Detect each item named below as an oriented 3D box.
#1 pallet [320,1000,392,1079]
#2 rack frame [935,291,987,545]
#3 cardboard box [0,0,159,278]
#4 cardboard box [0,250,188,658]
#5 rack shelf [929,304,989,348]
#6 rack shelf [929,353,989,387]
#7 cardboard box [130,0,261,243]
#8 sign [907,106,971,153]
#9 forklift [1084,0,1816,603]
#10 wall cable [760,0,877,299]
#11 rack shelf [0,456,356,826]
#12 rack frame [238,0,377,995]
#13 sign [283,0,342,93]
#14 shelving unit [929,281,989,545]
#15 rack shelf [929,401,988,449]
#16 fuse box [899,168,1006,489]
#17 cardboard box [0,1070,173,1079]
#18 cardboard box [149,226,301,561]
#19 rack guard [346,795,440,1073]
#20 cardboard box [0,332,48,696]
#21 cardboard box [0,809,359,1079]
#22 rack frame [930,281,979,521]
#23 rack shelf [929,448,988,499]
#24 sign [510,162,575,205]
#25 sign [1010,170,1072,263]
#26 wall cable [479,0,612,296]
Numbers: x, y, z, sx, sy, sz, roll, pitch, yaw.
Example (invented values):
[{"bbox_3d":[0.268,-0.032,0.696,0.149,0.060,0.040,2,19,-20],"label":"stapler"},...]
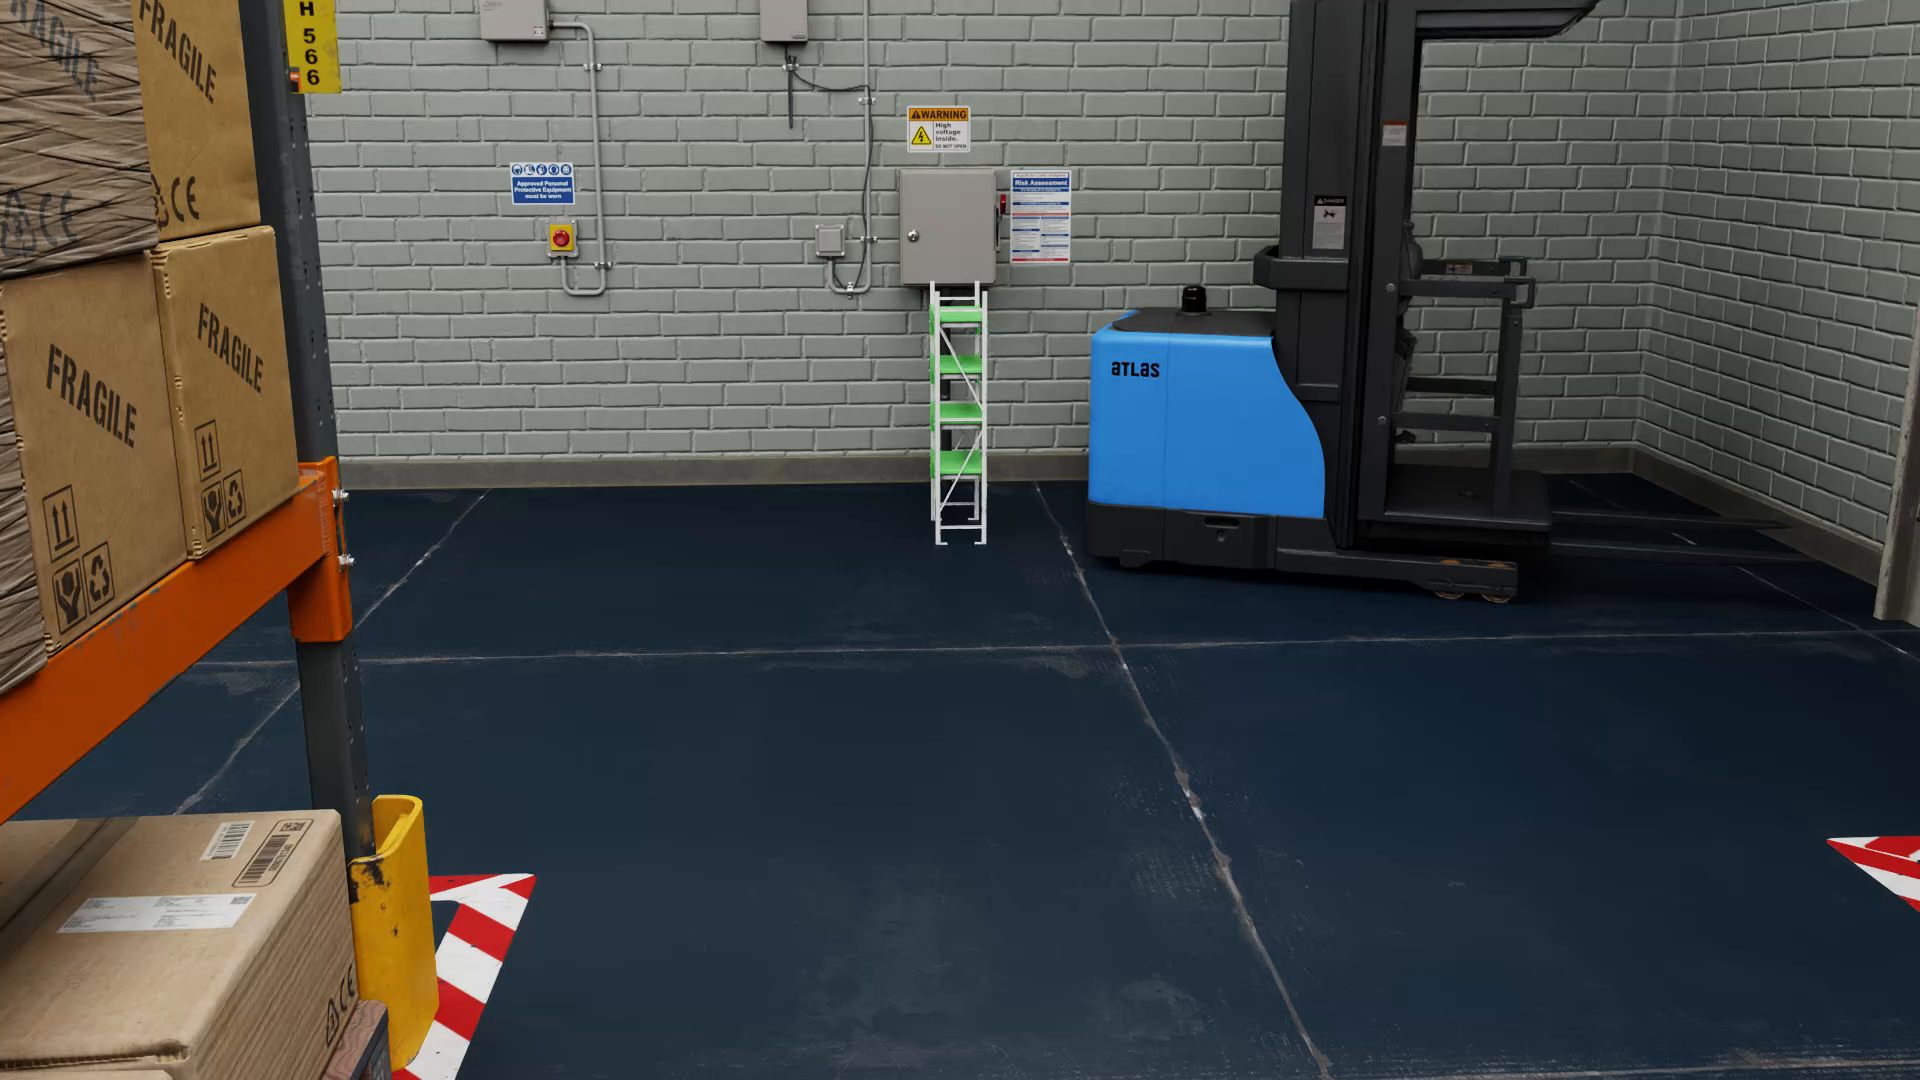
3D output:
[{"bbox_3d":[-1.651,1.215,2.881,1.003,0.211,1.213,-1,14,-3],"label":"pallet"},{"bbox_3d":[0.005,-0.562,7.801,0.240,1.200,0.015,-1,14,-3],"label":"rack frame"},{"bbox_3d":[-1.449,-0.620,2.210,0.500,0.500,0.500,-1,14,-3],"label":"cardboard box"},{"bbox_3d":[-1.468,-0.141,2.353,0.500,0.500,0.500,-1,14,-5],"label":"cardboard box"},{"bbox_3d":[-0.010,-1.025,7.933,0.258,0.148,0.480,-1,14,-3],"label":"rack shelf"},{"bbox_3d":[-0.010,-0.793,7.993,0.258,0.148,0.480,-1,14,-3],"label":"rack shelf"},{"bbox_3d":[-1.511,-0.750,2.713,0.500,0.500,0.500,0,14,-2],"label":"cardboard box"},{"bbox_3d":[-0.113,-2.182,8.830,0.339,0.242,0.001,-1,14,-3],"label":"sign"},{"bbox_3d":[2.139,-1.302,7.204,3.031,2.935,1.130,4,15,16],"label":"forklift"},{"bbox_3d":[-0.736,-2.252,8.721,0.588,1.984,0.122,-1,14,-3],"label":"wall cable"},{"bbox_3d":[-1.654,0.513,1.458,1.077,0.370,4.000,-1,14,-3],"label":"rack shelf"},{"bbox_3d":[-1.778,-0.333,3.302,1.000,3.000,0.127,-1,14,-3],"label":"rack frame"},{"bbox_3d":[-1.236,-1.014,3.147,0.100,0.325,0.005,-1,14,-3],"label":"sign"},{"bbox_3d":[-0.010,-0.622,8.037,0.258,1.200,0.503,-1,14,-3],"label":"shelving unit"},{"bbox_3d":[-0.010,-0.560,8.053,0.258,0.148,0.480,-1,14,-3],"label":"rack shelf"},{"bbox_3d":[-0.045,-1.107,8.896,0.539,1.711,0.414,-1,14,-3],"label":"fuse box"},{"bbox_3d":[-1.573,1.094,2.053,0.875,0.438,0.875,0,14,-2],"label":"cardboard box"},{"bbox_3d":[-1.484,-0.266,2.839,0.500,0.500,0.500,-1,14,-3],"label":"cardboard box"},{"bbox_3d":[-1.780,0.871,3.637,1.175,0.500,0.348,-1,14,-3],"label":"rack guard"},{"bbox_3d":[-1.427,-0.013,1.856,0.500,0.500,0.500,0,14,-2],"label":"cardboard box"},{"bbox_3d":[-1.638,0.867,2.937,0.875,0.438,0.875,-1,14,-5],"label":"cardboard box"},{"bbox_3d":[-0.025,-0.683,8.273,0.240,1.200,0.015,-1,14,-3],"label":"rack frame"},{"bbox_3d":[-0.010,-0.328,8.113,0.258,0.148,0.480,-1,14,-3],"label":"rack shelf"},{"bbox_3d":[-2.203,-1.881,8.773,0.327,0.218,0.001,-1,14,-3],"label":"sign"},{"bbox_3d":[0.435,-1.745,8.978,0.329,0.494,0.001,-1,14,-3],"label":"sign"},{"bbox_3d":[-2.151,-2.242,8.620,0.585,1.953,0.123,-1,14,-3],"label":"wall cable"}]
